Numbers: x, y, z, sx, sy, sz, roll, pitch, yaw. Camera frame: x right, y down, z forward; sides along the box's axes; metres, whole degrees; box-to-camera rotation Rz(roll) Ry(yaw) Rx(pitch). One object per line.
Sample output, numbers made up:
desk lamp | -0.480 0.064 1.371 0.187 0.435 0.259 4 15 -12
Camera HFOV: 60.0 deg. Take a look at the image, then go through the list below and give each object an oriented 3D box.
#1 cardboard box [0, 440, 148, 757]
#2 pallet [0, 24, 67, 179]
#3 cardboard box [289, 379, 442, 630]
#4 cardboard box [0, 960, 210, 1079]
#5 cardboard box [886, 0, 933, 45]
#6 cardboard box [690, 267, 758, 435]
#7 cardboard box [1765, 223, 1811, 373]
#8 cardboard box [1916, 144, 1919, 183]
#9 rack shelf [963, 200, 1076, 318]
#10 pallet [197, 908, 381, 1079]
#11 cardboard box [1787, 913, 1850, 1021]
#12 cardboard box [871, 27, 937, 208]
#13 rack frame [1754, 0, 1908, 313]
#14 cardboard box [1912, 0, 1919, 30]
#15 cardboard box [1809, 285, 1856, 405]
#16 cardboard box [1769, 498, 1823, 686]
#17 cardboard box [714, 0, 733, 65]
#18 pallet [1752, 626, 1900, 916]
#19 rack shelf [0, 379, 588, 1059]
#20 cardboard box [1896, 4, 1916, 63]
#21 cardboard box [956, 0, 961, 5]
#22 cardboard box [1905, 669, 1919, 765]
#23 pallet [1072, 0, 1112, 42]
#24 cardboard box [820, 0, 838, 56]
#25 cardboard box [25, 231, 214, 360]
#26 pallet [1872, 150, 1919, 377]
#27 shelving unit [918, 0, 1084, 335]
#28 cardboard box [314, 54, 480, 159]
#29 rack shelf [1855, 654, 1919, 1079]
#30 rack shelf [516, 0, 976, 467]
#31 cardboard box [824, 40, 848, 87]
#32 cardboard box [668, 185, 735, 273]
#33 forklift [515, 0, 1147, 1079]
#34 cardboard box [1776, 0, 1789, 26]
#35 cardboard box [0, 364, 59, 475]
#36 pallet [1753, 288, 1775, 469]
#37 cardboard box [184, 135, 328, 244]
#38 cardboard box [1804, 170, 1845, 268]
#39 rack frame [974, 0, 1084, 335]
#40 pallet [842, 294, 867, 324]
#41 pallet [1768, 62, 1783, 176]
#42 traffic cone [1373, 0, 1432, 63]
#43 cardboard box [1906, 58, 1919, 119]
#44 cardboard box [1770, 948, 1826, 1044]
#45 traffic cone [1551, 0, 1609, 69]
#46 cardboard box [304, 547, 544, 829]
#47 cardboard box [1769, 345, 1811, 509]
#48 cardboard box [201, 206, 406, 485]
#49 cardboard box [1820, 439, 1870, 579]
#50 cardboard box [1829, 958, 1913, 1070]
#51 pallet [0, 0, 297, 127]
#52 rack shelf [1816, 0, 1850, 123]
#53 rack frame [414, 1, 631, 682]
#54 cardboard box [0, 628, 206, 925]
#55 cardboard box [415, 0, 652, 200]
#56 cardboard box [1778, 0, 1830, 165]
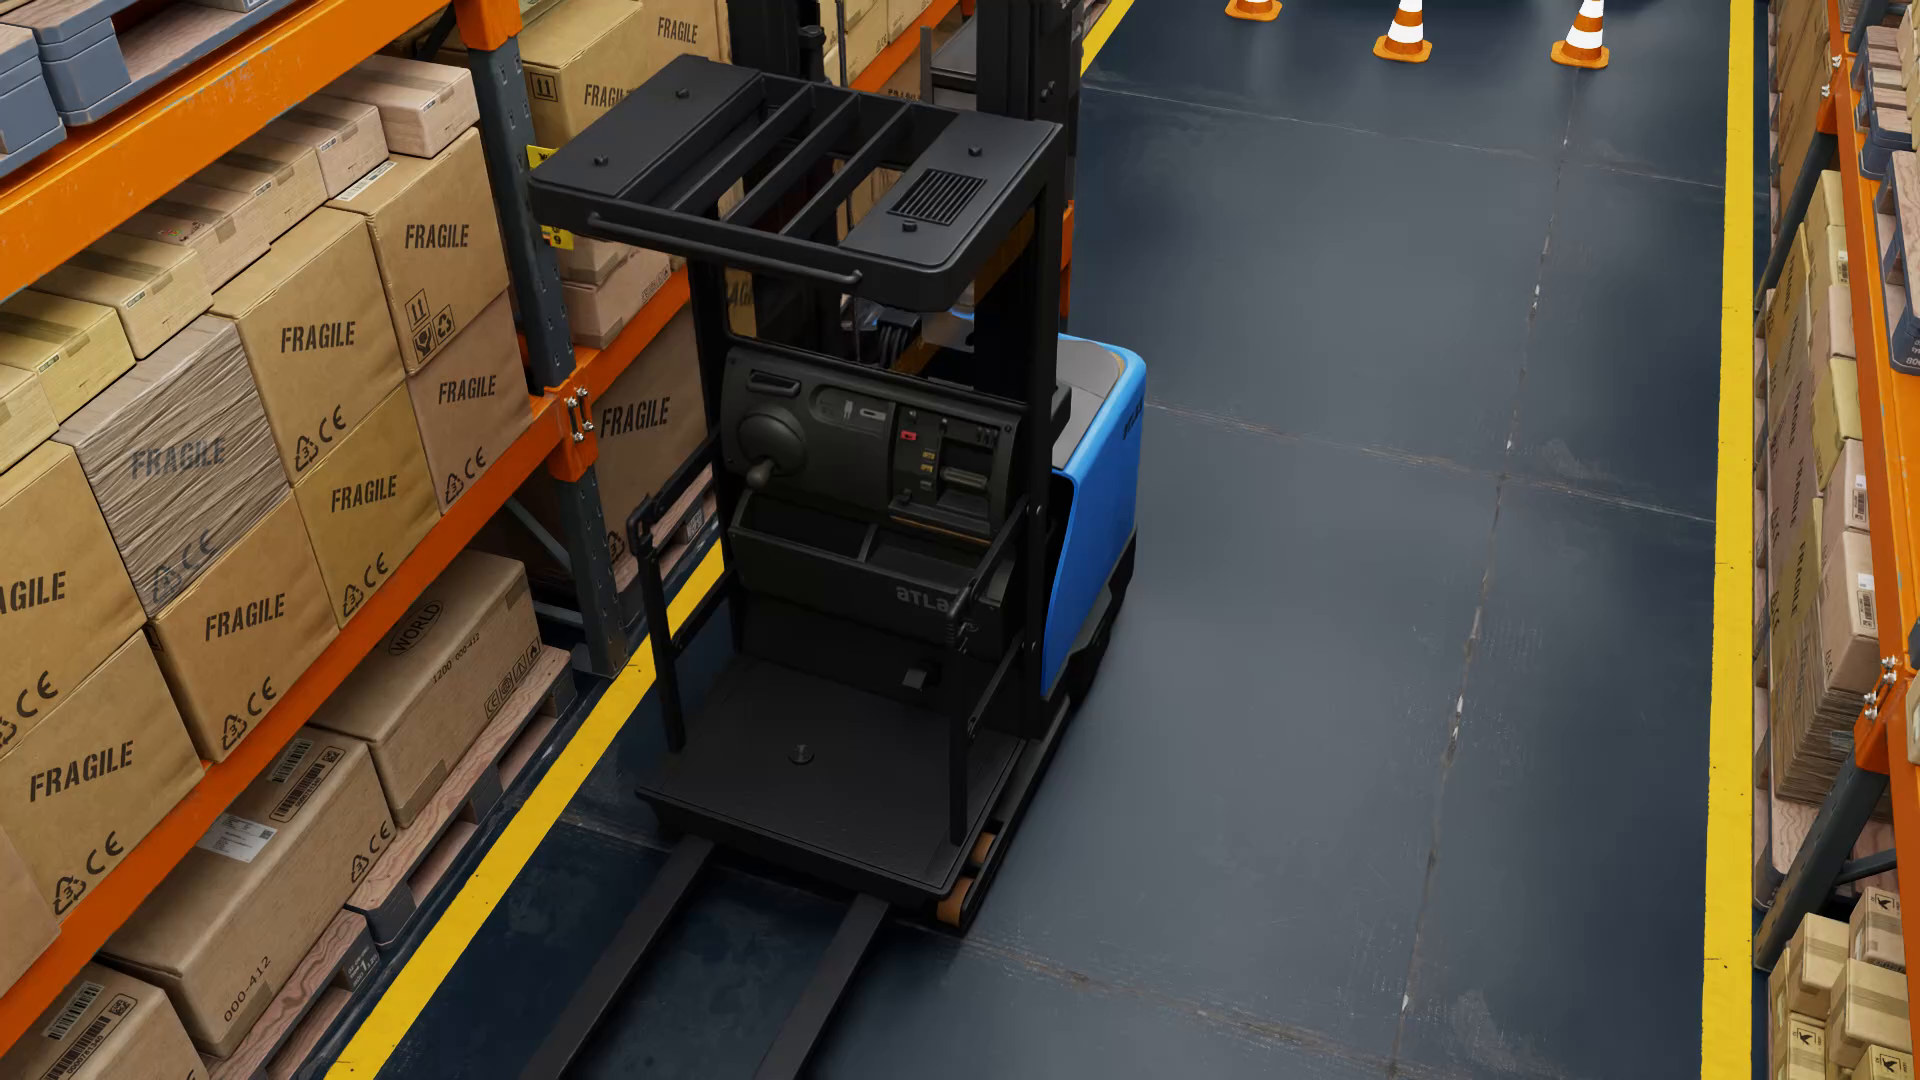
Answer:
cardboard box | -2.152 0.089 3.487 0.500 0.500 0.500 13 42 15
pallet | -2.433 -0.635 2.941 1.003 0.211 1.213 13 42 15
cardboard box | -1.814 -0.149 4.537 0.500 0.500 0.500 12 42 14
cardboard box | -2.656 1.504 4.327 0.875 0.438 0.875 14 43 16
cardboard box | -0.446 -2.467 7.447 0.500 0.250 0.500 14 42 16
cardboard box | -1.286 -1.066 7.002 0.875 0.875 0.875 14 43 16
cardboard box | 3.848 -1.003 7.217 0.500 0.500 0.500 12 42 13
cardboard box | 3.623 -1.349 5.890 0.380 0.149 0.250 15 43 16
rack shelf | 0.149 -0.990 6.313 0.431 0.518 0.480 15 43 17
pallet | -2.474 1.488 4.843 1.003 0.211 1.213 13 42 15
cardboard box | 2.537 1.233 4.638 0.380 0.149 0.250 15 43 17
cardboard box | -0.671 -2.154 8.277 0.875 0.875 0.875 13 42 15
rack frame | 4.329 -2.169 6.981 1.000 3.000 0.127 13 42 15
cardboard box | 3.975 -2.096 6.536 0.380 0.149 0.250 15 43 17
cardboard box | 3.511 -0.688 6.270 0.500 0.250 0.500 14 42 15
cardboard box | 3.154 0.242 5.758 0.500 0.500 0.500 12 42 14
cardboard box | -0.982 -2.011 5.948 0.500 0.500 0.500 12 42 14
pallet | 3.226 0.857 5.583 1.003 0.211 1.213 13 42 15
rack shelf | -2.409 0.727 4.140 1.077 0.370 4.000 13 42 15
cardboard box | 3.987 -2.005 6.659 0.380 0.149 0.250 13 42 14
cardboard box | 0.090 -3.160 9.844 0.950 0.372 0.625 13 42 14
cardboard box | 2.557 0.467 4.085 0.380 0.149 0.250 15 43 17
pallet | 0.330 -3.363 10.529 1.003 0.211 1.213 13 42 15
cardboard box | -0.789 -2.040 6.560 0.500 0.250 0.500 12 42 14
cardboard box | -1.939 -0.567 3.756 0.380 0.149 0.250 13 42 15
pallet | 3.691 -0.879 5.617 1.003 0.211 1.213 13 42 15
shelving unit | 0.149 -1.000 6.305 0.431 2.100 0.503 15 43 17
cardboard box | -1.531 -1.173 4.466 0.380 0.149 0.250 12 42 14
rack shelf | 2.277 1.765 2.925 1.077 0.370 4.000 13 42 15
rack shelf | -1.041 -1.712 7.000 1.077 0.370 4.000 13 42 15
cardboard box | -0.781 -1.847 6.719 0.500 0.250 0.500 13 42 14
cardboard box | -1.151 -1.235 6.002 0.500 0.250 0.500 12 42 14
forklift | -0.359 -0.202 4.729 1.130 2.935 3.031 15 43 17
cardboard box | 5.569 -3.514 9.967 1.050 0.750 0.750 13 42 15
cardboard box | -2.098 -0.254 3.389 0.380 0.149 0.250 13 42 15
pallet | 4.061 -0.632 7.328 1.003 0.211 1.213 13 42 15
cardboard box | -1.818 -0.886 4.130 0.380 0.149 0.250 13 42 15
cardboard box | 3.866 -1.296 6.982 0.500 0.250 0.500 11 42 13
rack frame | 0.243 -1.146 6.476 0.400 2.100 0.015 15 43 17
pallet | -1.116 -0.939 7.688 1.003 0.211 1.213 13 42 15
pallet | 5.088 -2.314 9.299 1.003 0.211 1.213 13 42 15
traffic cone | 2.743 -3.214 10.161 0.336 0.463 0.334 13 42 15
cardboard box | 3.803 -1.676 6.274 0.380 0.149 0.250 15 43 17
cardboard box | 2.535 1.347 4.734 0.380 0.149 0.250 12 42 13
traffic cone | 3.819 -3.160 10.098 0.336 0.463 0.334 13 42 15
cardboard box | -2.040 0.408 5.611 0.875 0.438 0.875 13 42 14
cardboard box | 3.508 -0.381 6.488 0.500 0.500 0.500 12 42 14
cardboard box | -1.808 -0.528 4.210 0.500 0.500 0.500 13 42 14
cardboard box | 3.167 -0.044 5.515 0.500 0.250 0.500 15 43 17
cardboard box | 2.499 1.288 4.343 0.380 0.149 0.250 15 43 17
pallet | -2.014 -1.377 3.810 1.003 0.211 1.213 13 42 15
rack shelf | 5.013 -3.115 8.644 1.077 0.370 4.000 13 42 15
rack frame | -1.725 -0.766 5.337 1.000 3.000 0.127 13 42 15
cardboard box | -2.165 0.476 3.803 0.500 0.500 0.500 15 43 17
cardboard box | -1.304 -1.389 5.220 0.500 0.500 0.500 14 42 16
cardboard box | 4.918 -2.358 8.613 1.050 0.750 0.750 14 42 16
